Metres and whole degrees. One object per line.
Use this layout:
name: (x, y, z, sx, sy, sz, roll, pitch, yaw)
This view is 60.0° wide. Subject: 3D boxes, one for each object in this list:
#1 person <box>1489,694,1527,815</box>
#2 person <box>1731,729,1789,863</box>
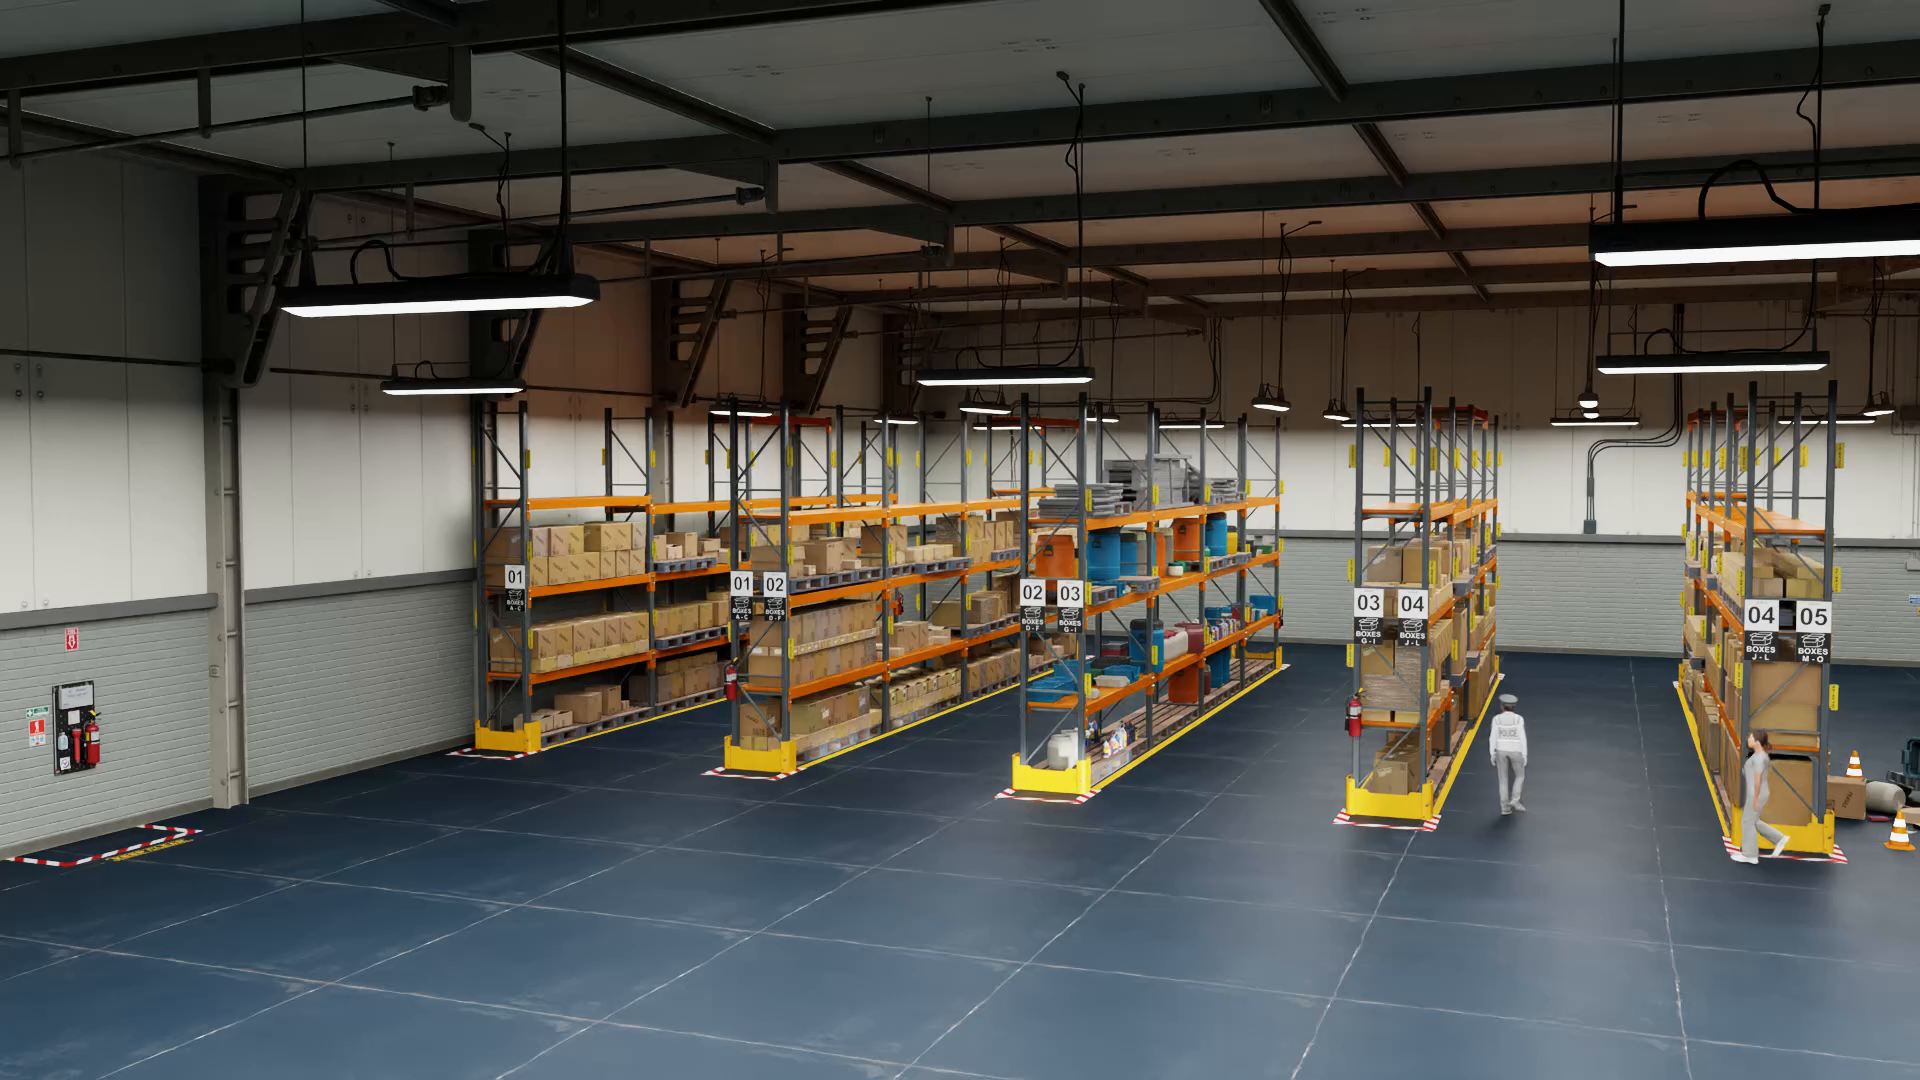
person: (7.725, 3.015, 23.421, 0.515, 1.675, 0.420, 1, 3, 27)
person: (9.887, 3.158, 20.505, 0.663, 1.654, 0.454, 1, 3, 20)
